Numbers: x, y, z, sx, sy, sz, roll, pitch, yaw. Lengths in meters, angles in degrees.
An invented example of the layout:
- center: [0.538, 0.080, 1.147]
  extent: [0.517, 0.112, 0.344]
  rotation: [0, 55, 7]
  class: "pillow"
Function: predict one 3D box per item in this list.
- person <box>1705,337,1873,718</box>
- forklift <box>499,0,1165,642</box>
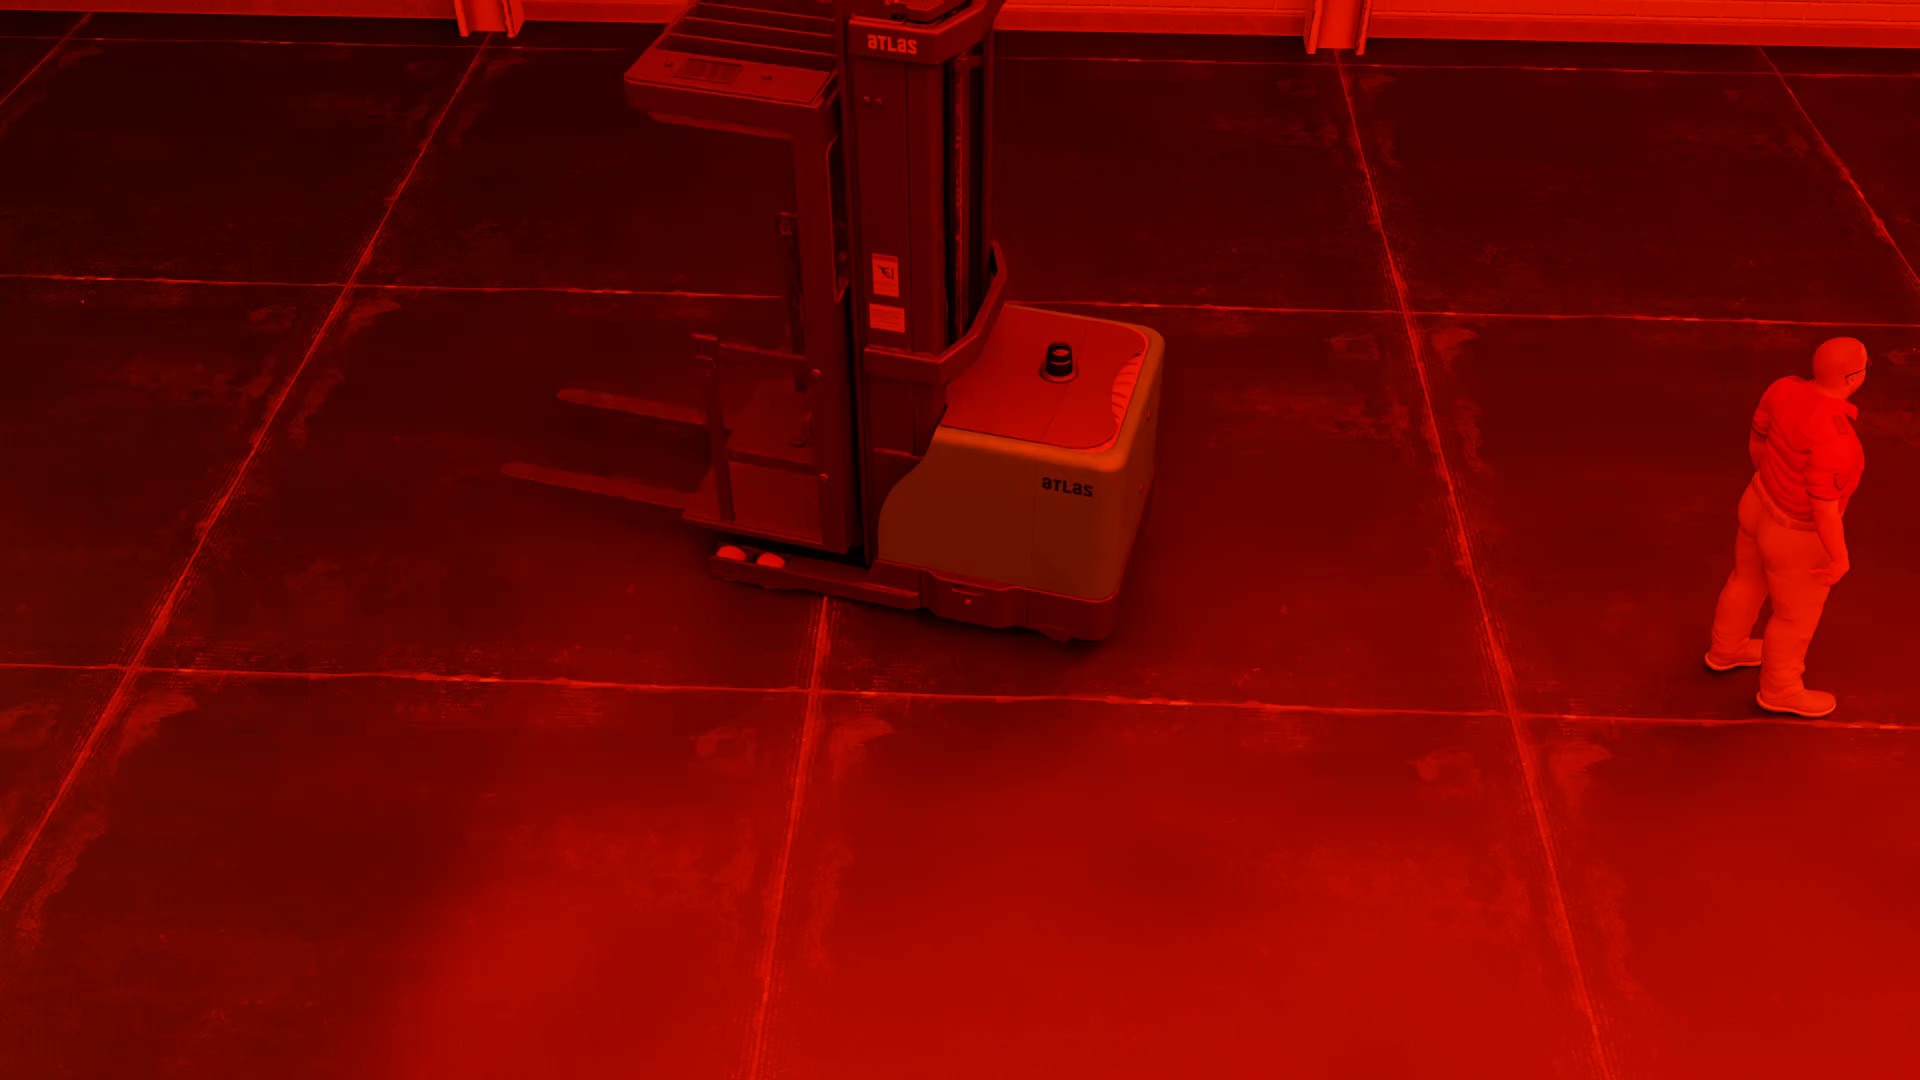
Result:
- center: [3.432, -0.077, 6.706]
  extent: [0.550, 1.728, 0.641]
  rotation: [-5, 43, -6]
  class: "person"
- center: [-0.657, -1.186, 7.042]
  extent: [3.031, 2.935, 1.130]
  rotation: [11, 43, 12]
  class: "forklift"
